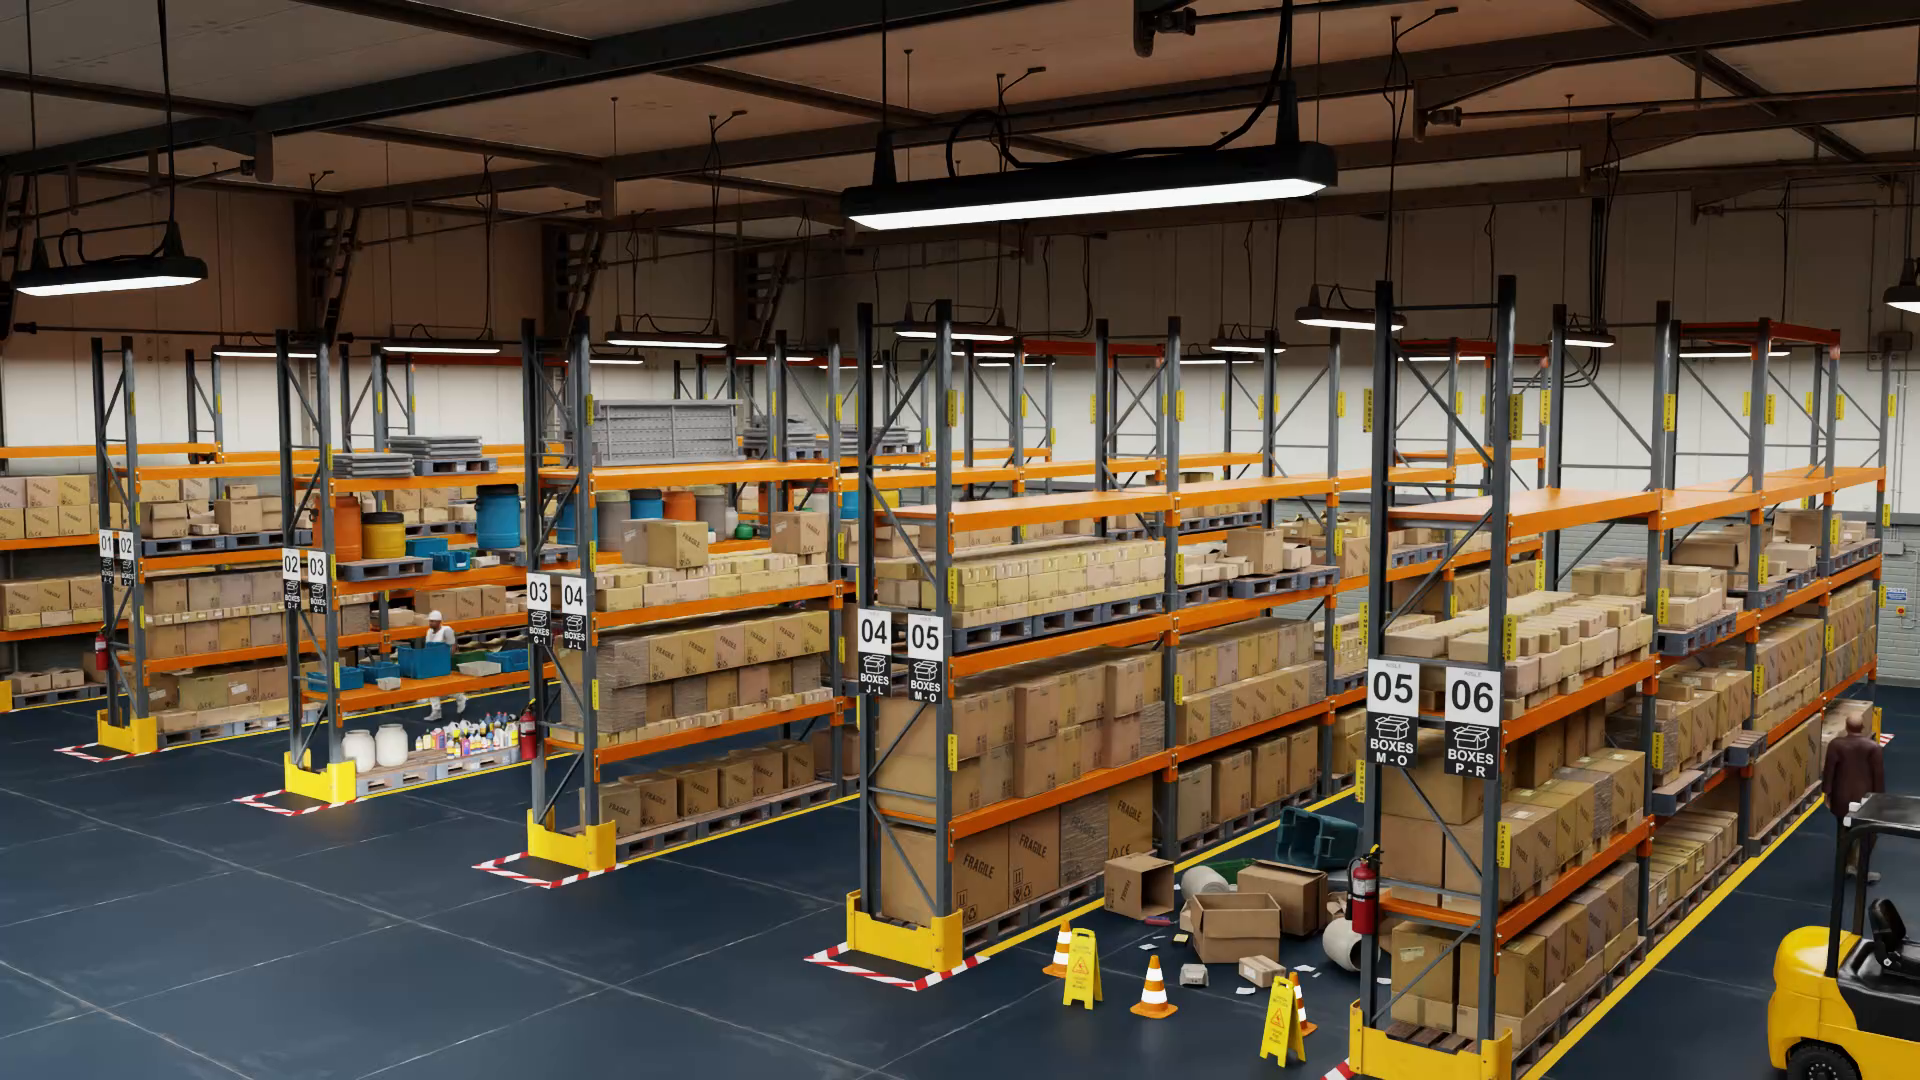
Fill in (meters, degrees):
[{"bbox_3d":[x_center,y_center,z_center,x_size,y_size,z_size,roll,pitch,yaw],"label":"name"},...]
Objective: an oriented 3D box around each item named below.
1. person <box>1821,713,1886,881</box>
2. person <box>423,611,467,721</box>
[{"bbox_3d":[9.555,2.737,17.791,0.614,1.775,0.612,4,6,36],"label":"person"},{"bbox_3d":[-8.240,1.983,26.573,0.640,1.761,0.701,3,6,30],"label":"person"}]
